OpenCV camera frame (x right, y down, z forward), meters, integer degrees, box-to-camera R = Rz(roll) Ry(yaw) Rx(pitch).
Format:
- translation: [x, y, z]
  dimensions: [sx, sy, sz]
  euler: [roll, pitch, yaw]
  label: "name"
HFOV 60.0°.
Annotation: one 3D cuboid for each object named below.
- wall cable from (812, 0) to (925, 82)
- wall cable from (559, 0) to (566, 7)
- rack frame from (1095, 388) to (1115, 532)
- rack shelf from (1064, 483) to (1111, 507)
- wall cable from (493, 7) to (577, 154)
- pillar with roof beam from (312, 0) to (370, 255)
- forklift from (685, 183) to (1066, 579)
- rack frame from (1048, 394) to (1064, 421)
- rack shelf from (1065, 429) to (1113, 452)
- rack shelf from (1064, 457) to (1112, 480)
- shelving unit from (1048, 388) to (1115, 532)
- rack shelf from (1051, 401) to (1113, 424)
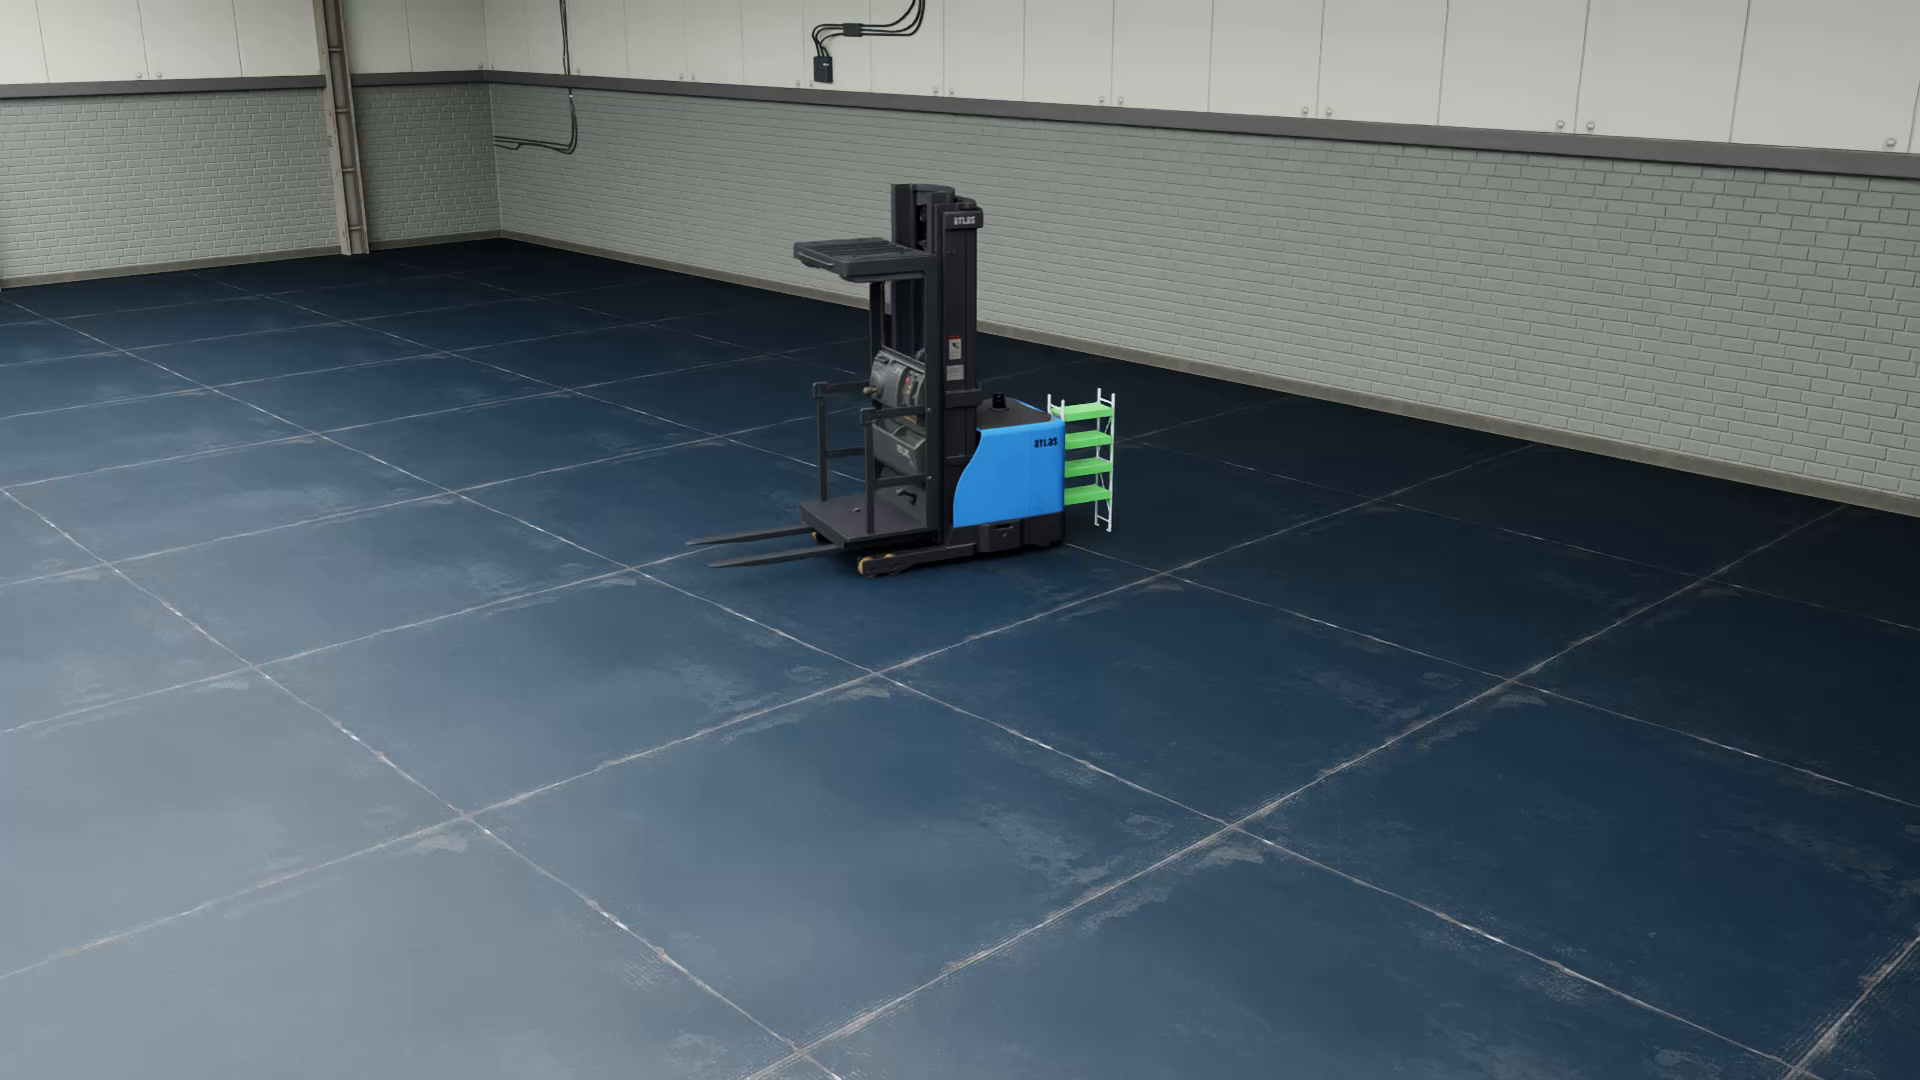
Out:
- translation: [-1.299, -9.244, 22.392]
  dimensions: [0.169, 6.003, 2.305]
  euler: [-16, 24, -41]
  label: "wall cable"
- translation: [-5.951, -10.076, 27.319]
  dimensions: [0.112, 2.526, 3.097]
  euler: [-16, 24, -41]
  label: "wall cable"
- translation: [1.228, -0.677, 14.124]
  dimensions: [0.015, 1.200, 0.240]
  euler: [-9, 20, -26]
  label: "rack frame"
- translation: [1.012, -0.353, 14.111]
  dimensions: [0.480, 0.148, 0.258]
  euler: [-9, 20, -26]
  label: "rack shelf"
- translation: [-7.809, -8.280, 29.968]
  dimensions: [0.112, 2.526, 3.097]
  euler: [-16, 24, -41]
  label: "wall cable"
- translation: [-7.901, -8.465, 25.502]
  dimensions: [0.400, 9.000, 9.100]
  euler: [-16, 24, -41]
  label: "pillar with roof beam"
- translation: [-0.681, -1.277, 13.172]
  dimensions: [3.031, 2.935, 1.130]
  euler: [-9, 20, -25]
  label: "forklift"
- translation: [0.795, -0.606, 13.910]
  dimensions: [0.015, 1.200, 0.240]
  euler: [-9, 20, -26]
  label: "rack frame"
- translation: [1.011, -0.809, 13.962]
  dimensions: [0.480, 0.148, 0.258]
  euler: [-9, 20, -26]
  label: "rack shelf"
- translation: [1.011, -0.581, 14.037]
  dimensions: [0.480, 0.148, 0.258]
  euler: [-9, 20, -26]
  label: "rack shelf"
- translation: [1.011, -0.642, 14.017]
  dimensions: [0.503, 1.200, 0.258]
  euler: [-9, 20, -26]
  label: "shelving unit"
- translation: [1.011, -1.037, 13.888]
  dimensions: [0.480, 0.148, 0.258]
  euler: [-9, 20, -26]
  label: "rack shelf"
